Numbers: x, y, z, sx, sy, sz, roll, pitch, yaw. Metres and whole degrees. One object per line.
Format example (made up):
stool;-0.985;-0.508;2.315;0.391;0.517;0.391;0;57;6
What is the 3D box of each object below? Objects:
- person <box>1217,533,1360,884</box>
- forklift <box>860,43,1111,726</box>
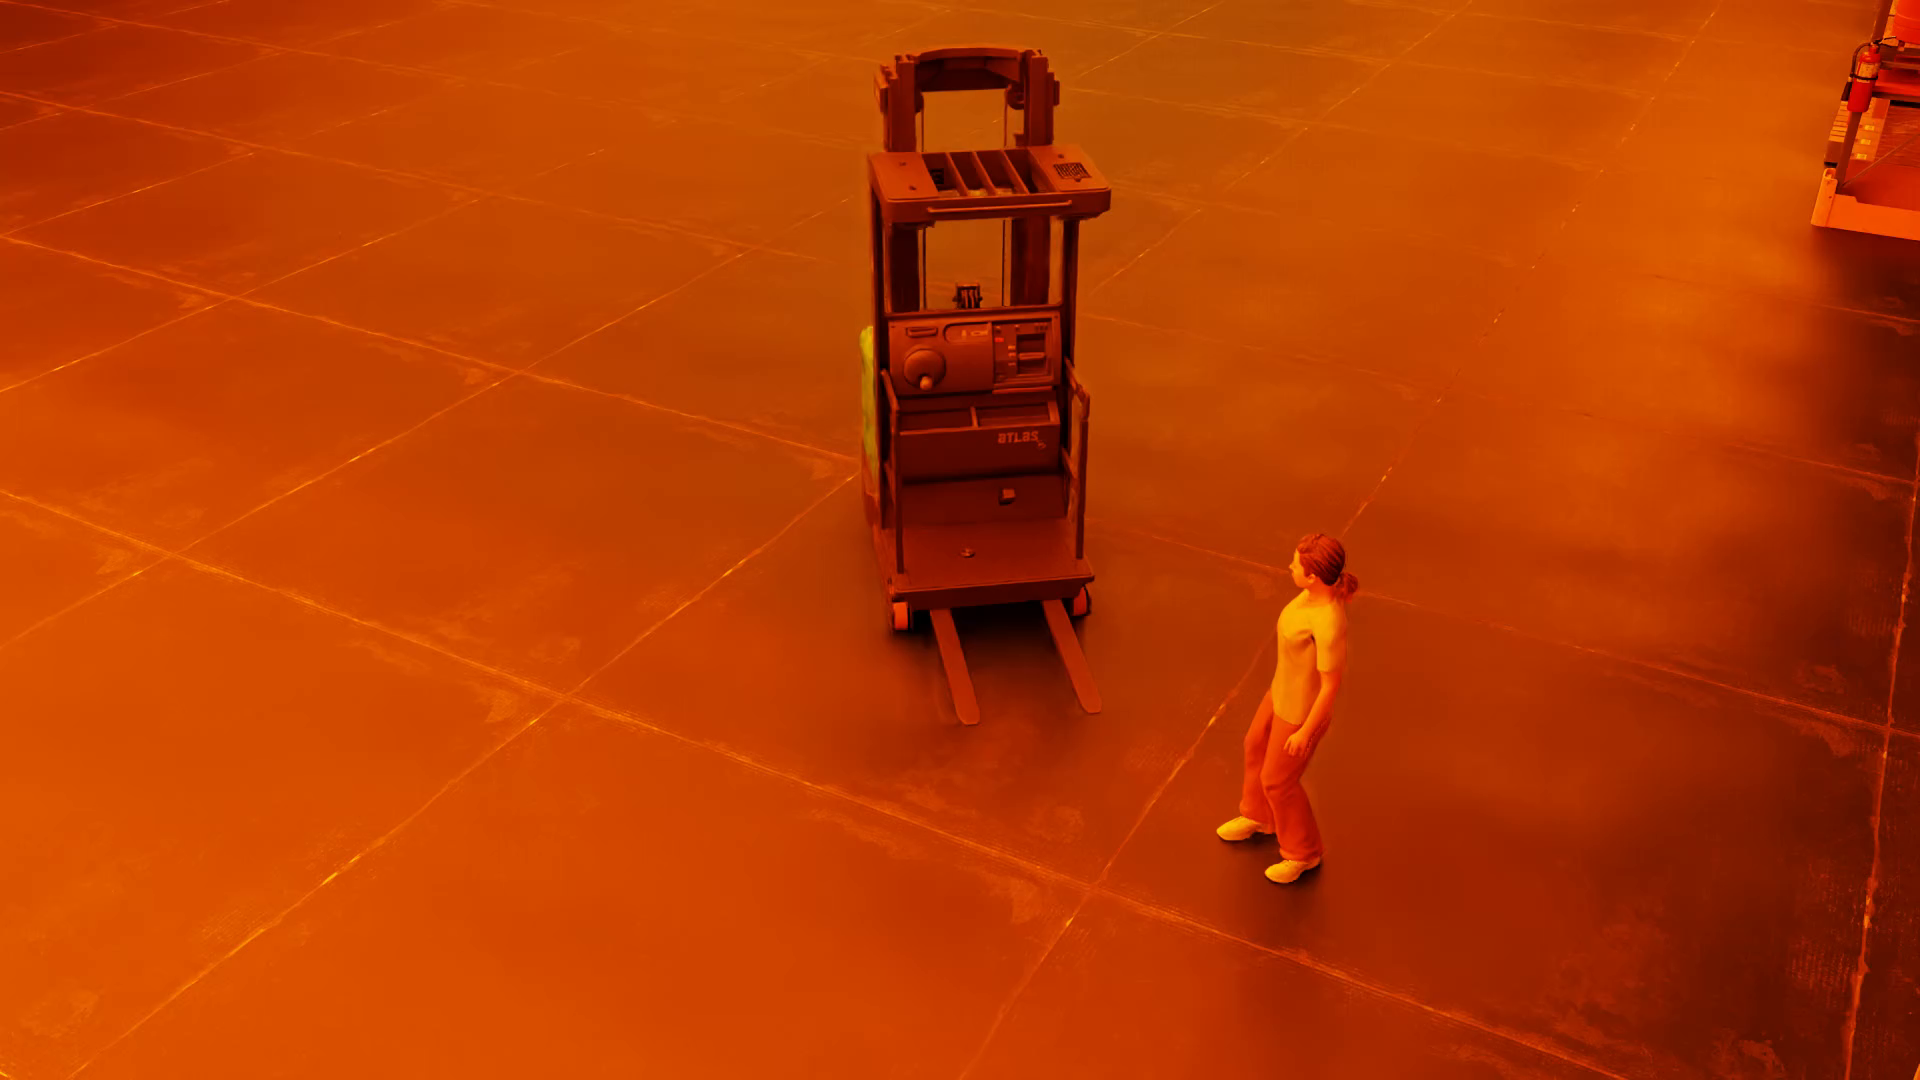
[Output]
person;1.409;0.697;7.146;0.477;1.659;0.615;3;30;5
forklift;0.119;-0.958;8.731;1.130;2.935;3.031;-5;30;-8
